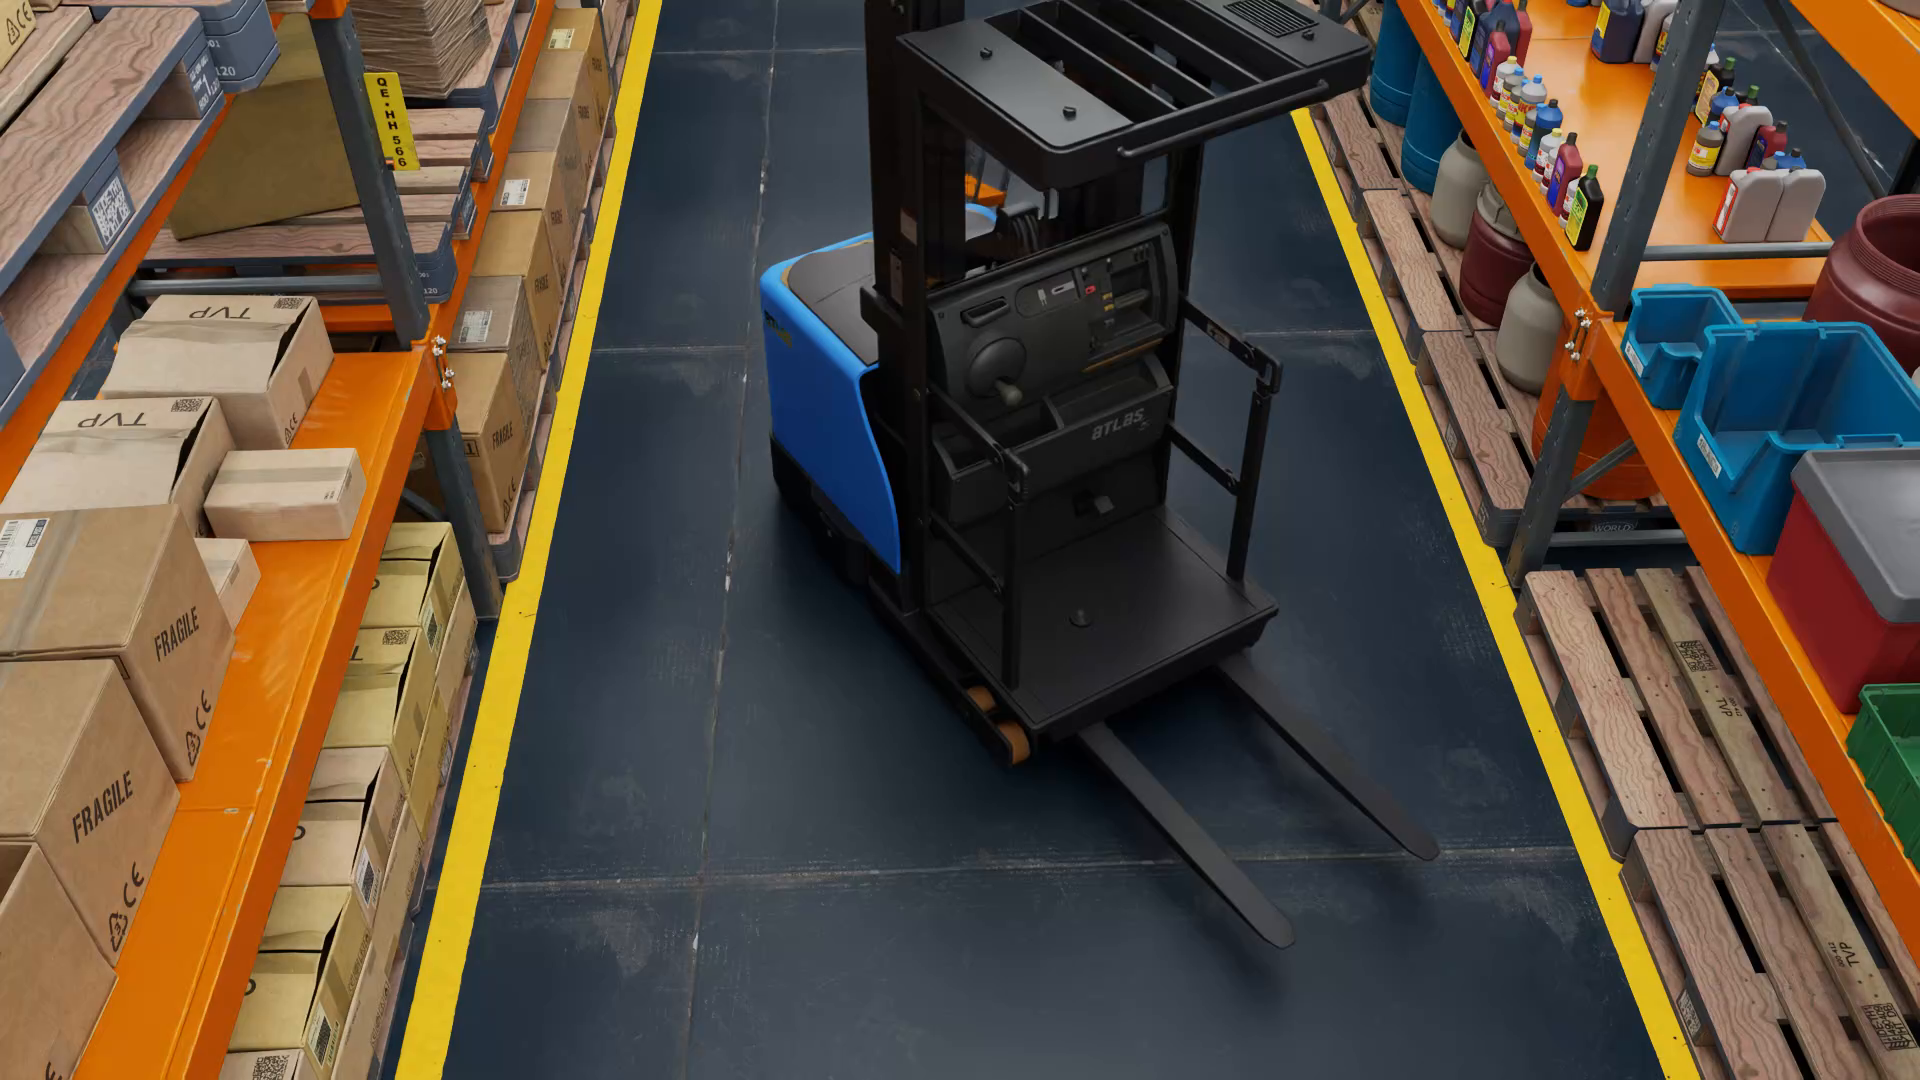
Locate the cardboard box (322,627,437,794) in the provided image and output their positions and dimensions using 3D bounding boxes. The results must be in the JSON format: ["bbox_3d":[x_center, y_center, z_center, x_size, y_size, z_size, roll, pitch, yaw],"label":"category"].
[{"bbox_3d":[-1.983,0.525,5.266,0.500,0.311,0.500,-2,43,-2],"label":"cardboard box"}]

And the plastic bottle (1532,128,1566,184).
[{"bbox_3d":[2.225,-1.451,6.260,0.097,0.201,0.097,0,43,0],"label":"plastic bottle"}]

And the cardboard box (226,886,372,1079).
[{"bbox_3d":[-1.946,1.205,4.525,0.500,0.311,0.500,-1,43,-1],"label":"cardboard box"}]

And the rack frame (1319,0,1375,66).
[{"bbox_3d":[2.499,-3.664,8.527,1.000,3.000,0.127,-2,43,-2],"label":"rack frame"}]

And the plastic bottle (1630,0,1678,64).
[{"bbox_3d":[2.914,-2.155,6.973,0.152,0.276,0.135,-2,43,-2],"label":"plastic bottle"}]

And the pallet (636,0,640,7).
[{"bbox_3d":[-2.533,-3.785,10.724,1.003,0.211,1.213,-2,43,-2],"label":"pallet"}]

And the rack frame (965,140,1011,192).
[{"bbox_3d":[0.037,-1.210,7.212,0.240,1.200,0.006,34,36,31],"label":"rack frame"}]

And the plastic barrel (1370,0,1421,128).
[{"bbox_3d":[2.505,-2.677,8.693,0.600,0.901,0.708,-2,43,-2],"label":"plastic barrel"}]

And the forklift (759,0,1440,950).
[{"bbox_3d":[0.442,-0.652,5.292,1.130,2.935,3.031,-23,47,-24],"label":"forklift"}]

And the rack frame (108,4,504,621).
[{"bbox_3d":[-2.280,-0.824,5.429,1.000,3.000,0.127,-2,43,-2],"label":"rack frame"}]

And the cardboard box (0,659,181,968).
[{"bbox_3d":[-2.170,0.627,3.772,0.500,0.500,0.500,-2,43,-2],"label":"cardboard box"}]

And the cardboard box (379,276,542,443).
[{"bbox_3d":[-2.042,-0.733,6.854,0.500,0.500,0.500,-3,43,-3],"label":"cardboard box"}]

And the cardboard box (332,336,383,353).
[{"bbox_3d":[-2.554,-0.689,6.806,0.500,0.500,0.500,0,43,0],"label":"cardboard box"}]

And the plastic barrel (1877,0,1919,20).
[{"bbox_3d":[2.487,-1.693,3.787,0.600,0.901,0.600,0,43,0],"label":"plastic barrel"}]

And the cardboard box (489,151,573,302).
[{"bbox_3d":[-2.085,-1.424,7.608,0.500,0.500,0.500,-3,43,-3],"label":"cardboard box"}]

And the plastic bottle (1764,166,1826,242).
[{"bbox_3d":[2.973,-1.219,5.952,0.152,0.276,0.135,-2,43,-2],"label":"plastic bottle"}]

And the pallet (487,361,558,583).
[{"bbox_3d":[-2.274,-0.301,6.922,1.003,0.211,1.213,-2,43,-2],"label":"pallet"}]

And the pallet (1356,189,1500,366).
[{"bbox_3d":[2.545,-1.288,7.999,1.003,0.211,1.213,-2,43,-2],"label":"pallet"}]

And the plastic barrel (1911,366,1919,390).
[{"bbox_3d":[2.926,-0.316,4.792,0.421,0.512,0.421,0,43,0],"label":"plastic barrel"}]

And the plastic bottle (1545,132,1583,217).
[{"bbox_3d":[2.216,-1.337,6.075,0.061,0.283,0.133,-2,43,-2],"label":"plastic bottle"}]

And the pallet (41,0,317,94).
[{"bbox_3d":[-2.162,-1.404,3.982,1.213,0.211,1.003,0,43,0],"label":"pallet"}]

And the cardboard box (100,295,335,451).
[{"bbox_3d":[-2.308,-0.544,5.190,0.500,0.311,0.500,1,43,1],"label":"cardboard box"}]

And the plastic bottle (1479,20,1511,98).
[{"bbox_3d":[2.177,-1.953,6.747,0.061,0.283,0.133,-2,43,-2],"label":"plastic bottle"}]

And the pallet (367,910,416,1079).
[{"bbox_3d":[-2.235,1.583,4.867,1.003,0.211,1.213,-2,43,-2],"label":"pallet"}]

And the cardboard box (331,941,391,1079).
[{"bbox_3d":[-1.946,1.418,4.707,0.500,0.250,0.500,-1,43,-1],"label":"cardboard box"}]

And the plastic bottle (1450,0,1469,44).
[{"bbox_3d":[2.198,-2.301,7.077,0.144,0.351,0.185,-2,43,-2],"label":"plastic bottle"}]

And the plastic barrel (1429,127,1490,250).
[{"bbox_3d":[2.470,-1.672,7.885,0.421,0.512,0.421,0,43,0],"label":"plastic barrel"}]

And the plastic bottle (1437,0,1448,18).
[{"bbox_3d":[2.165,-2.432,7.279,0.097,0.271,0.097,0,43,0],"label":"plastic bottle"}]

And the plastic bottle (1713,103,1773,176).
[{"bbox_3d":[2.954,-1.532,6.293,0.152,0.276,0.135,-2,43,-2],"label":"plastic bottle"}]

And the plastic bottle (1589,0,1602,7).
[{"bbox_3d":[2.891,-2.527,7.379,0.152,0.276,0.135,-2,43,-2],"label":"plastic bottle"}]

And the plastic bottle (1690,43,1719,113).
[{"bbox_3d":[2.961,-1.855,6.649,0.097,0.271,0.097,0,43,0],"label":"plastic bottle"}]

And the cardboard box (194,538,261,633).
[{"bbox_3d":[-2.170,0.128,4.576,0.380,0.149,0.250,1,43,1],"label":"cardboard box"}]

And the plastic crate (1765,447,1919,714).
[{"bbox_3d":[2.432,0.113,4.360,0.402,0.464,0.583,-2,43,-2],"label":"plastic crate"}]

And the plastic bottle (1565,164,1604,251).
[{"bbox_3d":[2.225,-1.181,5.905,0.061,0.283,0.133,-2,43,-2],"label":"plastic bottle"}]

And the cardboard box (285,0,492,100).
[{"bbox_3d":[-2.268,-2.060,6.393,0.700,0.500,0.500,6,43,6],"label":"cardboard box"}]

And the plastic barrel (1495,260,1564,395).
[{"bbox_3d":[2.518,-0.910,7.053,0.421,0.512,0.421,0,43,0],"label":"plastic barrel"}]

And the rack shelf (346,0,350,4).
[{"bbox_3d":[-2.365,-3.015,6.131,1.077,0.370,4.000,-2,43,-2],"label":"rack shelf"}]

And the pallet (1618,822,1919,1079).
[{"bbox_3d":[2.712,1.410,5.055,1.003,0.211,1.213,-2,43,-2],"label":"pallet"}]

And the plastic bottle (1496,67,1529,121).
[{"bbox_3d":[2.204,-1.780,6.619,0.097,0.201,0.097,0,43,0],"label":"plastic bottle"}]

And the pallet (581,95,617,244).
[{"bbox_3d":[-2.378,-1.948,8.719,1.003,0.211,1.213,-2,43,-2],"label":"pallet"}]

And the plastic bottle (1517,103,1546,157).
[{"bbox_3d":[2.217,-1.582,6.404,0.097,0.201,0.097,0,43,0],"label":"plastic bottle"}]

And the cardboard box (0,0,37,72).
[{"bbox_3d":[-2.151,-0.985,3.185,0.500,0.250,0.500,-2,43,-3],"label":"cardboard box"}]

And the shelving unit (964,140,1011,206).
[{"bbox_3d":[-0.025,-1.186,7.149,0.258,1.200,0.189,34,36,31],"label":"shelving unit"}]

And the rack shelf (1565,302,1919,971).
[{"bbox_3d":[2.754,0.652,4.351,1.077,0.370,4.000,-2,43,-2],"label":"rack shelf"}]

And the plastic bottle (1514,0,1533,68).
[{"bbox_3d":[2.313,-2.082,6.888,0.061,0.283,0.133,-2,43,-2],"label":"plastic bottle"}]

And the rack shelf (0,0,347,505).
[{"bbox_3d":[-2.195,-0.314,3.185,1.077,0.370,4.000,-2,43,-2],"label":"rack shelf"}]

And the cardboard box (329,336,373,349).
[{"bbox_3d":[-2.561,-1.004,6.594,0.500,0.250,0.500,0,43,0],"label":"cardboard box"}]

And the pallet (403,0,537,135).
[{"bbox_3d":[-2.367,-2.066,6.926,1.003,0.211,1.213,-2,43,-2],"label":"pallet"}]

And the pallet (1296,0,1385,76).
[{"bbox_3d":[2.429,-3.131,10.010,1.003,0.211,1.213,-2,43,-2],"label":"pallet"}]

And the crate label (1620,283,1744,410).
[{"bbox_3d":[2.312,-0.607,5.316,0.303,0.233,0.416,-2,43,-2],"label":"crate label"}]

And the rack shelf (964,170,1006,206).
[{"bbox_3d":[0.035,-1.451,6.989,0.258,0.103,0.180,34,36,31],"label":"rack shelf"}]

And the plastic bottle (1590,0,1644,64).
[{"bbox_3d":[2.765,-2.196,6.962,0.144,0.351,0.185,-2,43,-2],"label":"plastic bottle"}]

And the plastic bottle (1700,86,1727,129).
[{"bbox_3d":[2.971,-1.673,6.502,0.097,0.201,0.097,0,43,0],"label":"plastic bottle"}]

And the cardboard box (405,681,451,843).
[{"bbox_3d":[-1.989,0.731,5.457,0.500,0.250,0.500,-2,43,-2],"label":"cardboard box"}]

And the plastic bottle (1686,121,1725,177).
[{"bbox_3d":[2.830,-1.488,6.300,0.097,0.201,0.097,0,43,0],"label":"plastic bottle"}]

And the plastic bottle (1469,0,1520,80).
[{"bbox_3d":[2.212,-2.086,6.843,0.144,0.351,0.185,-2,43,-2],"label":"plastic bottle"}]

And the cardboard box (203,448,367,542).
[{"bbox_3d":[-1.966,-0.132,4.860,0.380,0.149,0.250,-2,43,-2],"label":"cardboard box"}]

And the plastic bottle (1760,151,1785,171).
[{"bbox_3d":[2.992,-1.336,6.135,0.097,0.201,0.097,0,43,0],"label":"plastic bottle"}]

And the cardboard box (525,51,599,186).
[{"bbox_3d":[-2.130,-2.106,8.352,0.500,0.500,0.500,-2,43,-2],"label":"cardboard box"}]
